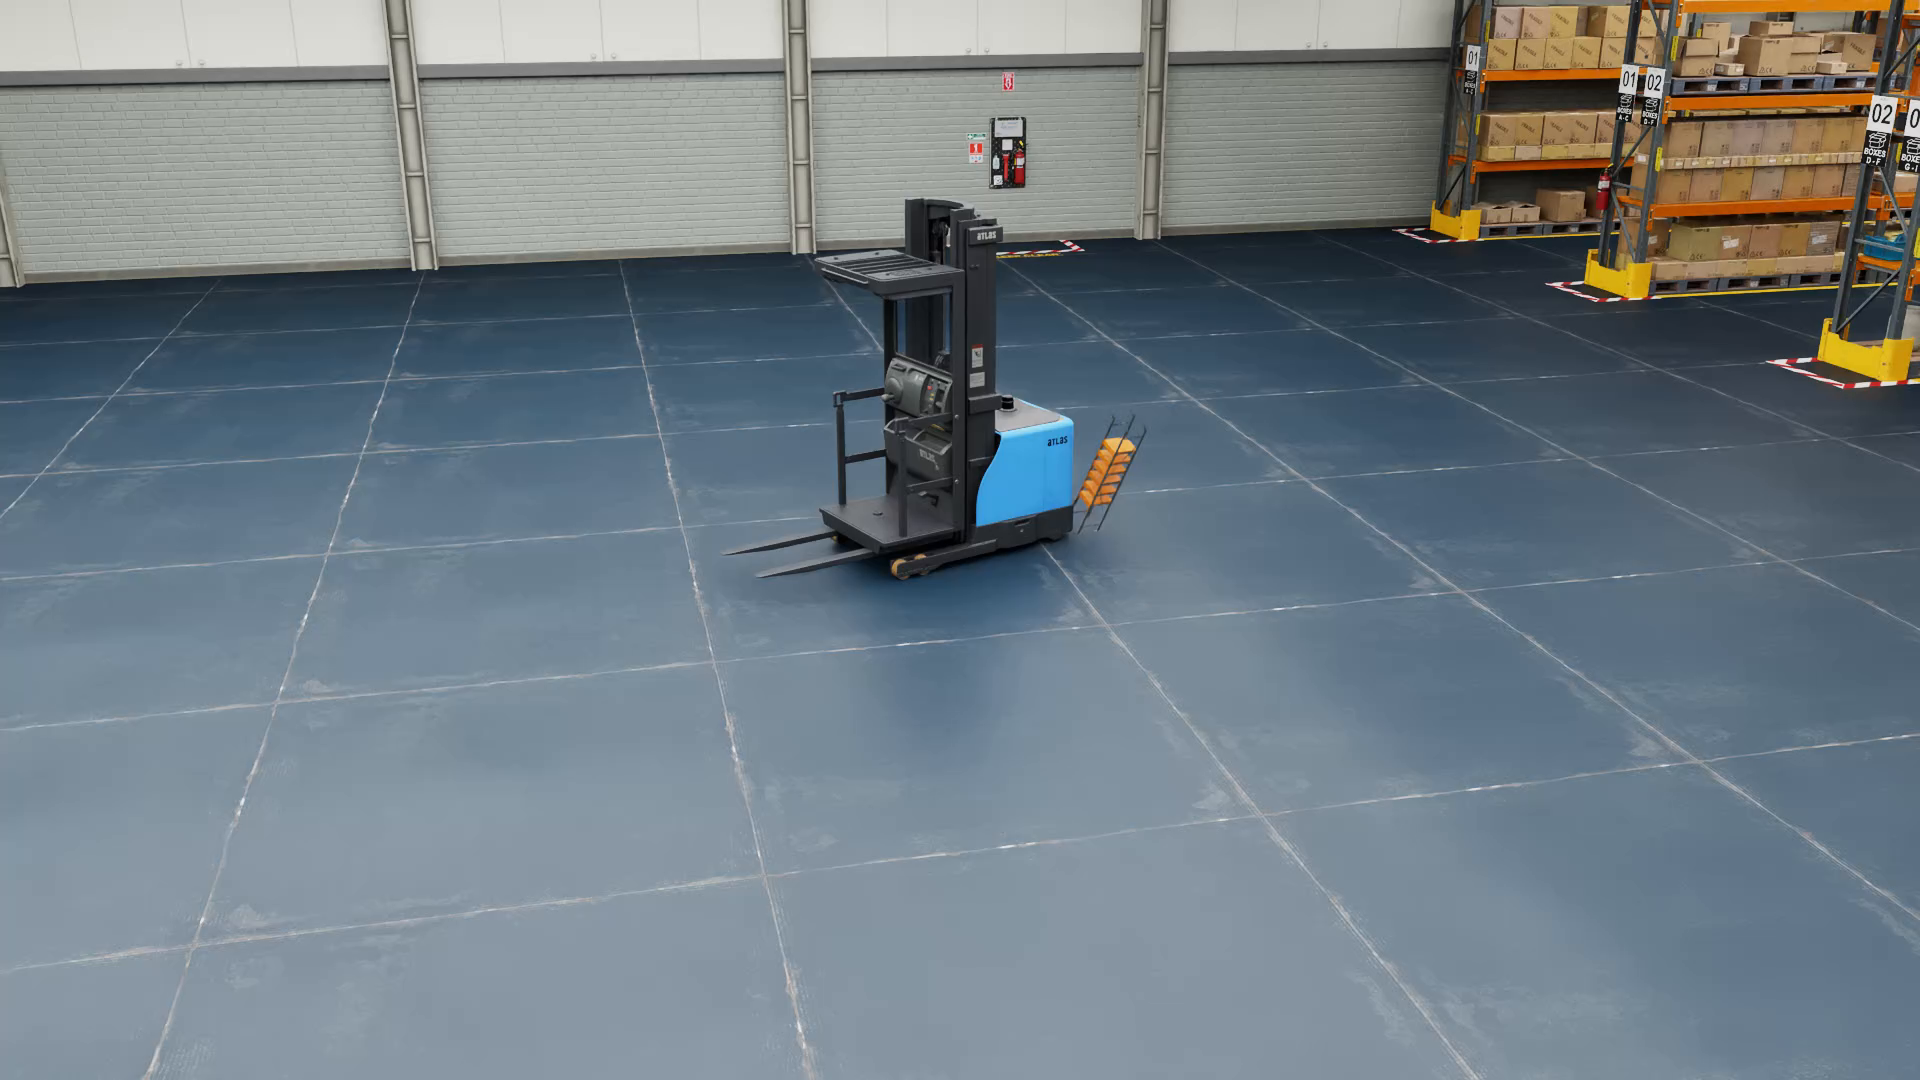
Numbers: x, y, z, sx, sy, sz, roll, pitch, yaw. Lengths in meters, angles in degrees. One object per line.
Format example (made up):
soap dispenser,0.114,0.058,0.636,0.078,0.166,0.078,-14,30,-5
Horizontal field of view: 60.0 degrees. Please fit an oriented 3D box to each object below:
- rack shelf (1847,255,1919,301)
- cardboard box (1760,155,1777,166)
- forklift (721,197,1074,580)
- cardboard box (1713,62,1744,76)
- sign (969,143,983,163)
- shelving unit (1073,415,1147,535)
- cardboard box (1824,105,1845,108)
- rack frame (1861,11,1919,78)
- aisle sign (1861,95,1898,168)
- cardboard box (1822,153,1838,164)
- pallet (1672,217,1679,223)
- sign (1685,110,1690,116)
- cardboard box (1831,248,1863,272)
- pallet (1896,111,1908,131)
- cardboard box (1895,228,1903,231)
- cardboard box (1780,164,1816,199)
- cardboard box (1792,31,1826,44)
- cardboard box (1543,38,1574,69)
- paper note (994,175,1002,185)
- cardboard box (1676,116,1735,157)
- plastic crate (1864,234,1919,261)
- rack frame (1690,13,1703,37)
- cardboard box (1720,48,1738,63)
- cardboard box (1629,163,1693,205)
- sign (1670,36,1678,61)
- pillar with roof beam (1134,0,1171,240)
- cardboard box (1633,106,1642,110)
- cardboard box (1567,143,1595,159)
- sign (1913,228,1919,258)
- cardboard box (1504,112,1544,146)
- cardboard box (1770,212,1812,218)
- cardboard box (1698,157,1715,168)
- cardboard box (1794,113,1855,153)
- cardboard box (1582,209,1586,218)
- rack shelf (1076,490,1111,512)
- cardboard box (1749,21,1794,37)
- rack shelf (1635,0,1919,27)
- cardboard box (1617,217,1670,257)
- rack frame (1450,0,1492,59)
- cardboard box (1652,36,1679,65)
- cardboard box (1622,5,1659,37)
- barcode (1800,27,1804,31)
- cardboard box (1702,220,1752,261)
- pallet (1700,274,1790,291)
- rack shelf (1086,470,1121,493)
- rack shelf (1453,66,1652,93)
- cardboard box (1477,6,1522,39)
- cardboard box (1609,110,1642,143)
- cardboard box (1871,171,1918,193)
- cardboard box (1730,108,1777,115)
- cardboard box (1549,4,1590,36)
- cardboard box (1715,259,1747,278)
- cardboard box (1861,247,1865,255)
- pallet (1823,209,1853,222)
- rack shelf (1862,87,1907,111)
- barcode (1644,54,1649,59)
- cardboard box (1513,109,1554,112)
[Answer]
rack shelf,12.826,-3.283,20.183,4.000,0.370,1.077,-5,21,-12
cardboard box,11.671,-5.552,24.245,0.250,0.149,0.380,-4,21,-12
forklift,-0.519,-1.257,13.708,3.031,2.935,1.130,-13,24,-31
cardboard box,10.929,-6.708,23.678,0.250,0.149,0.380,-5,21,-12
sign,0.268,-6.473,27.795,0.234,0.329,0.001,-5,21,-12
shelving unit,1.259,-0.554,14.350,0.258,1.200,0.189,-10,50,-32
cardboard box,15.747,-7.902,30.019,0.250,0.149,0.380,-8,22,-22
rack frame,13.636,-8.254,23.986,0.127,3.000,1.000,-5,21,-12
aisle sign,10.741,-4.777,19.436,0.004,0.787,0.394,-5,21,-12
cardboard box,12.670,-5.634,24.467,0.250,0.149,0.380,-5,21,-13
pallet,13.250,-5.848,30.193,1.213,0.211,1.003,-5,21,-12
sign,12.625,-7.320,28.901,0.005,0.325,0.100,-5,21,-12
cardboard box,13.235,-4.233,25.119,0.500,0.250,0.500,-5,21,-12
pallet,11.707,-4.815,19.233,1.213,0.211,1.003,-5,21,-12
cardboard box,14.584,-4.594,25.288,0.500,0.311,0.500,-5,21,-13
cardboard box,12.205,-5.365,24.675,0.500,0.500,0.700,-4,21,-12
cardboard box,15.103,-8.806,29.676,0.637,0.503,0.797,-2,20,-5
cardboard box,10.018,-8.259,28.186,0.500,0.500,0.500,-4,20,-10
paper note,0.641,-6.061,28.002,0.142,0.148,0.016,-5,21,-12
cardboard box,10.763,-5.857,24.133,0.500,0.500,0.700,-5,21,-14
plastic crate,11.298,-3.532,20.034,0.616,0.251,0.499,-5,21,-12
rack frame,12.493,-9.912,28.512,0.127,3.000,1.000,-5,21,-12
cardboard box,11.345,-6.973,24.167,0.500,0.311,0.500,-2,20,-6
cardboard box,10.201,-5.200,24.226,0.500,0.500,0.700,-5,21,-12
sign,9.866,-6.790,22.966,0.005,0.325,0.100,-5,21,-12
pillar with roof beam,4.234,-8.024,23.359,0.400,9.000,9.100,-5,21,-12
cardboard box,11.987,-7.419,29.527,0.500,0.500,0.500,-5,21,-14
cardboard box,10.640,-6.773,28.855,0.500,0.250,0.500,-4,21,-12
sign,11.002,-3.408,19.076,0.005,0.325,0.100,-5,21,-12
cardboard box,9.617,-7.042,28.499,0.500,0.500,0.500,-5,21,-12
cardboard box,12.628,-4.721,25.361,0.500,0.500,0.500,-5,21,-12
cardboard box,10.674,-5.472,24.025,0.250,0.149,0.380,-5,21,-12
cardboard box,12.714,-6.016,24.566,0.500,0.500,0.700,-5,21,-13
cardboard box,10.932,-5.843,29.632,0.250,0.149,0.380,-6,21,-17
rack shelf,1.177,-0.352,14.533,0.258,0.103,0.180,-10,50,-32
cardboard box,14.243,-8.862,29.250,0.500,0.500,0.500,-5,21,-14
rack shelf,11.690,-7.570,23.747,4.000,0.370,1.077,-5,21,-12
cardboard box,10.197,-4.521,24.814,0.500,0.500,0.500,-5,21,-12
rack frame,8.600,-9.595,27.648,0.127,3.000,1.000,-5,21,-12
cardboard box,12.056,-8.437,28.672,0.500,0.500,0.500,-4,21,-11
cardboard box,11.534,-8.852,28.351,0.500,0.500,0.500,-4,20,-10
barcode,15.193,-9.224,30.008,0.075,0.075,0.001,-5,21,-12
cardboard box,11.286,-4.431,24.568,0.500,0.500,0.500,-5,21,-12
pallet,11.663,-3.981,25.098,1.213,0.211,1.003,-5,21,-12
rack shelf,1.246,-0.522,14.379,0.258,0.103,0.180,-10,50,-32
rack shelf,10.546,-8.007,28.720,4.000,0.370,1.077,-5,21,-12
cardboard box,9.031,-8.662,27.833,0.500,0.500,0.500,-6,21,-16
cardboard box,11.619,-7.204,28.940,0.500,0.500,0.500,-5,21,-13
cardboard box,14.105,-5.420,25.190,0.500,0.250,0.500,-3,20,-9
cardboard box,14.175,-7.482,29.815,0.500,0.500,0.700,-2,20,-5
cardboard box,10.464,-8.950,28.619,0.500,0.500,0.500,-5,21,-13
cardboard box,11.289,-4.075,24.686,0.500,0.250,0.500,-5,21,-12
cardboard box,14.086,-4.292,25.280,0.500,0.250,0.500,-5,21,-14
pallet,15.625,-6.041,30.721,1.213,0.211,1.003,-5,21,-12
rack shelf,15.583,-6.666,25.058,4.000,0.370,1.077,-5,21,-12
barcode,9.926,-6.987,24.044,0.075,0.075,0.001,-5,21,-12
cardboard box,10.004,-7.257,29.085,0.500,0.500,0.500,-5,21,-14
